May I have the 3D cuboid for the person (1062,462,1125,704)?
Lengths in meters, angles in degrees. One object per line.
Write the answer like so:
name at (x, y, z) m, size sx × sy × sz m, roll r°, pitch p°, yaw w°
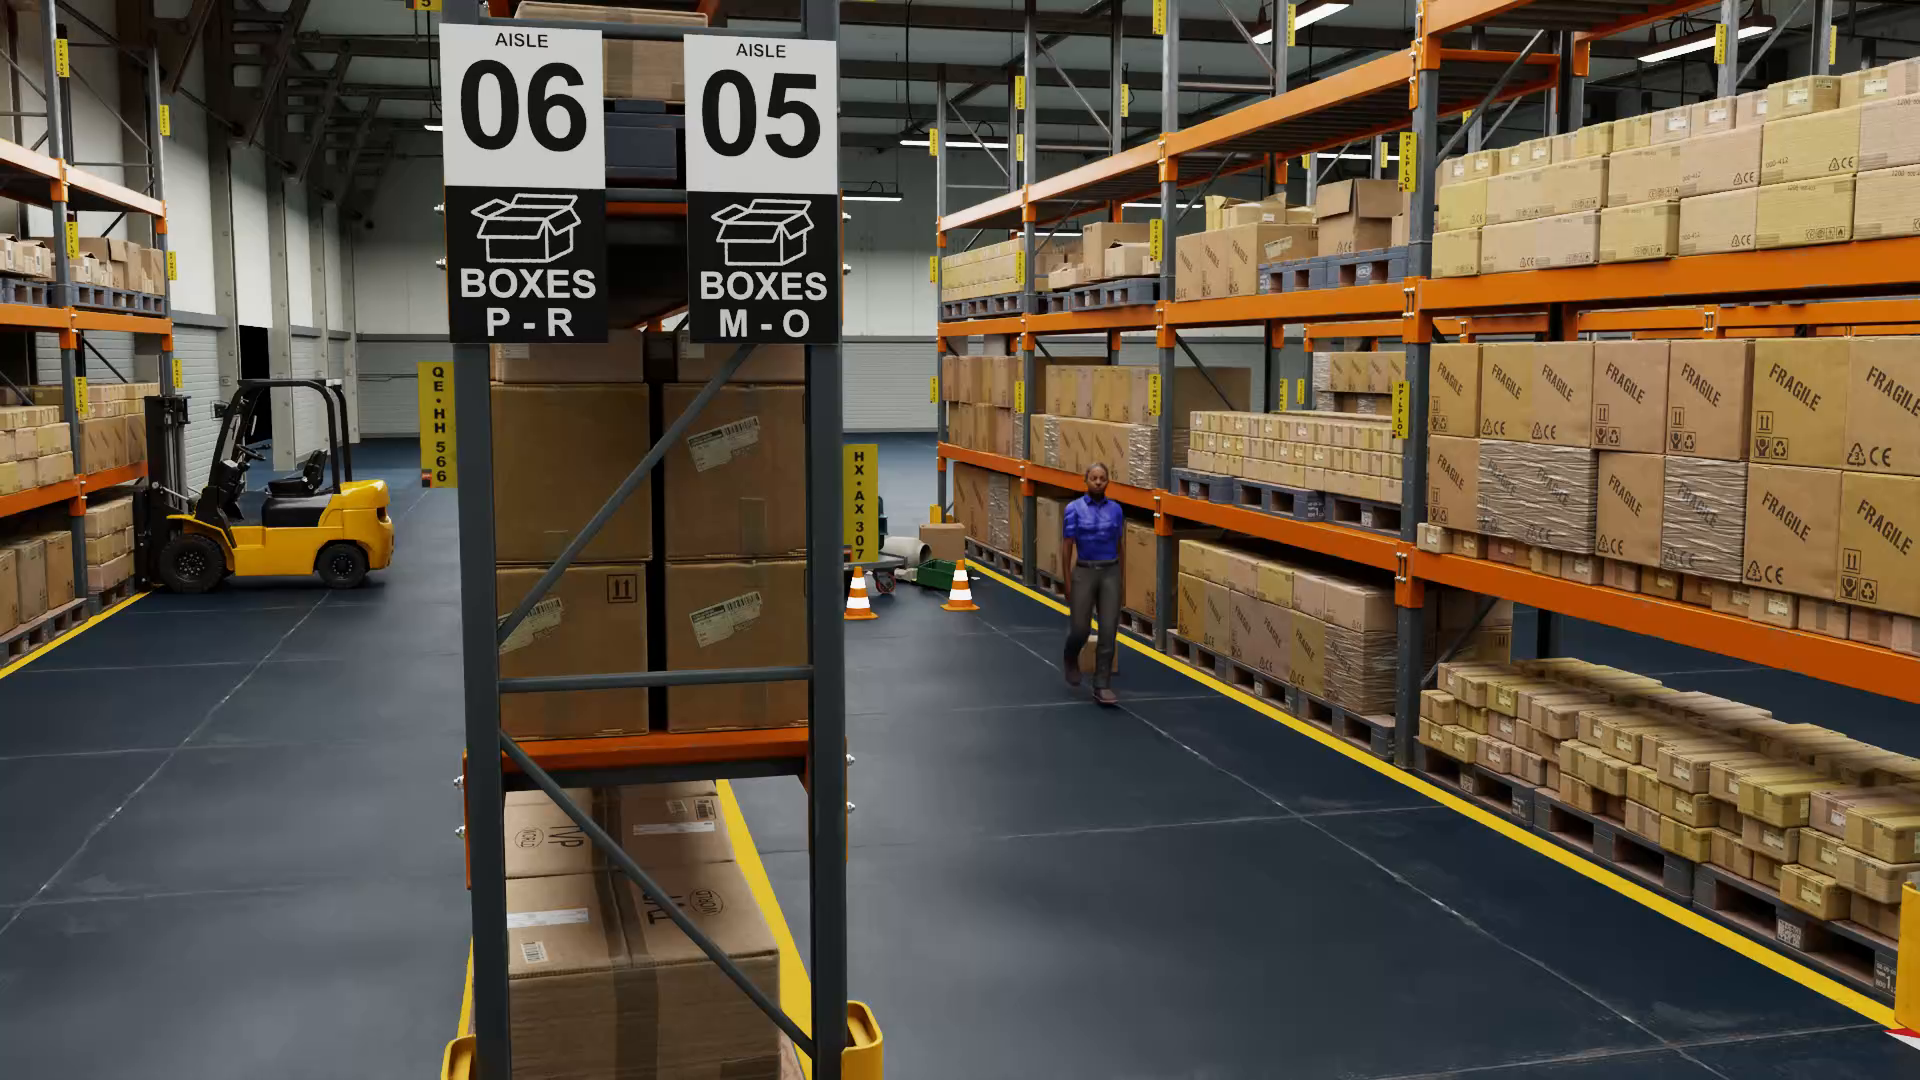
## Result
person at (0.920, 0.278, 11.504) m, size 0.448 × 1.638 × 0.631 m, roll -1°, pitch 6°, yaw -12°
